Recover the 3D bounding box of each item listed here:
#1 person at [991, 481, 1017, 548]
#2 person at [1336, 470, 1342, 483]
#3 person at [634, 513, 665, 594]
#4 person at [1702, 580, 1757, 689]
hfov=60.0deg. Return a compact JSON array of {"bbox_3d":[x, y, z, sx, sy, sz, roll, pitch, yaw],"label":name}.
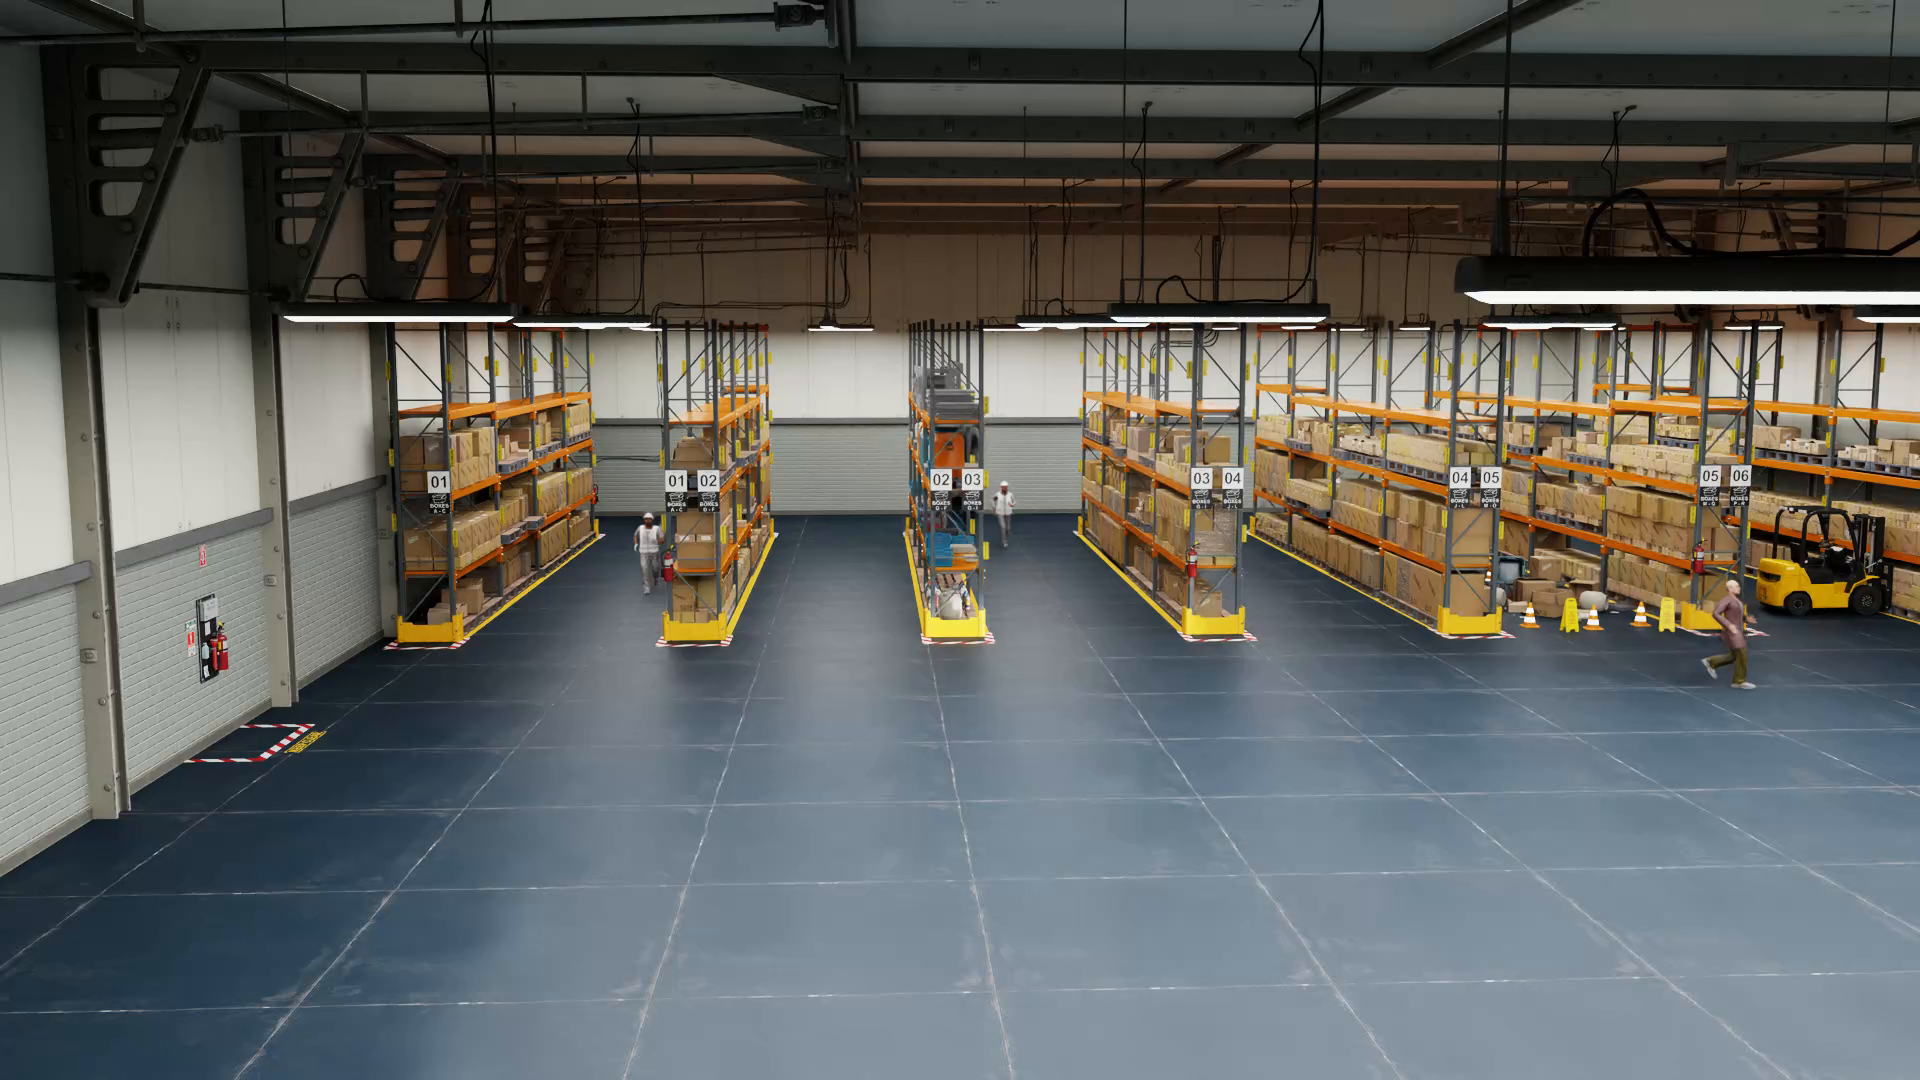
[{"bbox_3d":[1.189,-0.711,44.887,0.658,1.755,0.914,-1,7,-9],"label":"person"},{"bbox_3d":[11.216,-1.197,49.268,0.820,1.808,0.682,0,7,-3],"label":"person"},{"bbox_3d":[-6.904,0.284,36.931,0.696,1.762,0.896,-1,7,-6],"label":"person"},{"bbox_3d":[12.531,1.523,27.050,0.897,1.745,0.720,7,10,43],"label":"person"}]
